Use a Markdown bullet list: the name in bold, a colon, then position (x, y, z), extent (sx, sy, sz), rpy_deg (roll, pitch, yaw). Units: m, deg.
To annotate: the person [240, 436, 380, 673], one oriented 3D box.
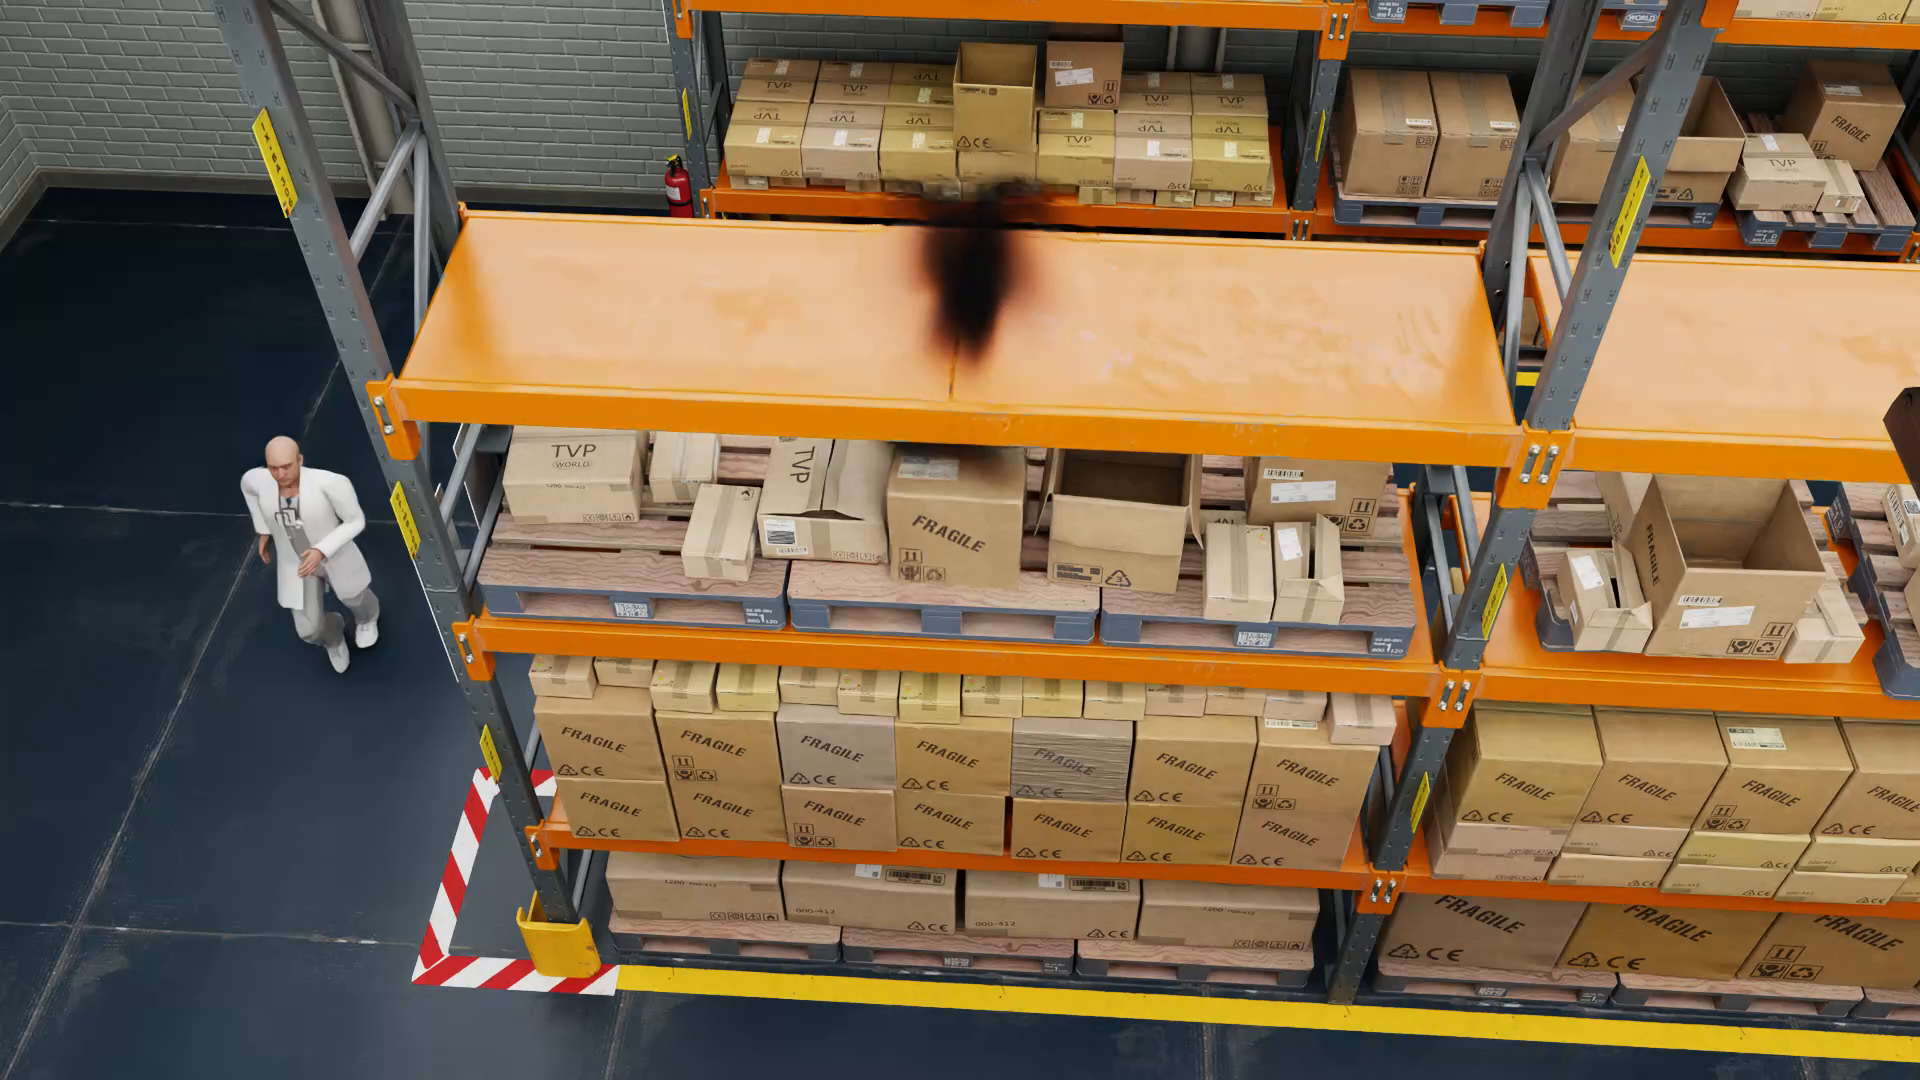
- **person**: position (-3.645, 0.125, 9.440), extent (0.688, 1.791, 0.760), rpy_deg (-5, 48, -5)
